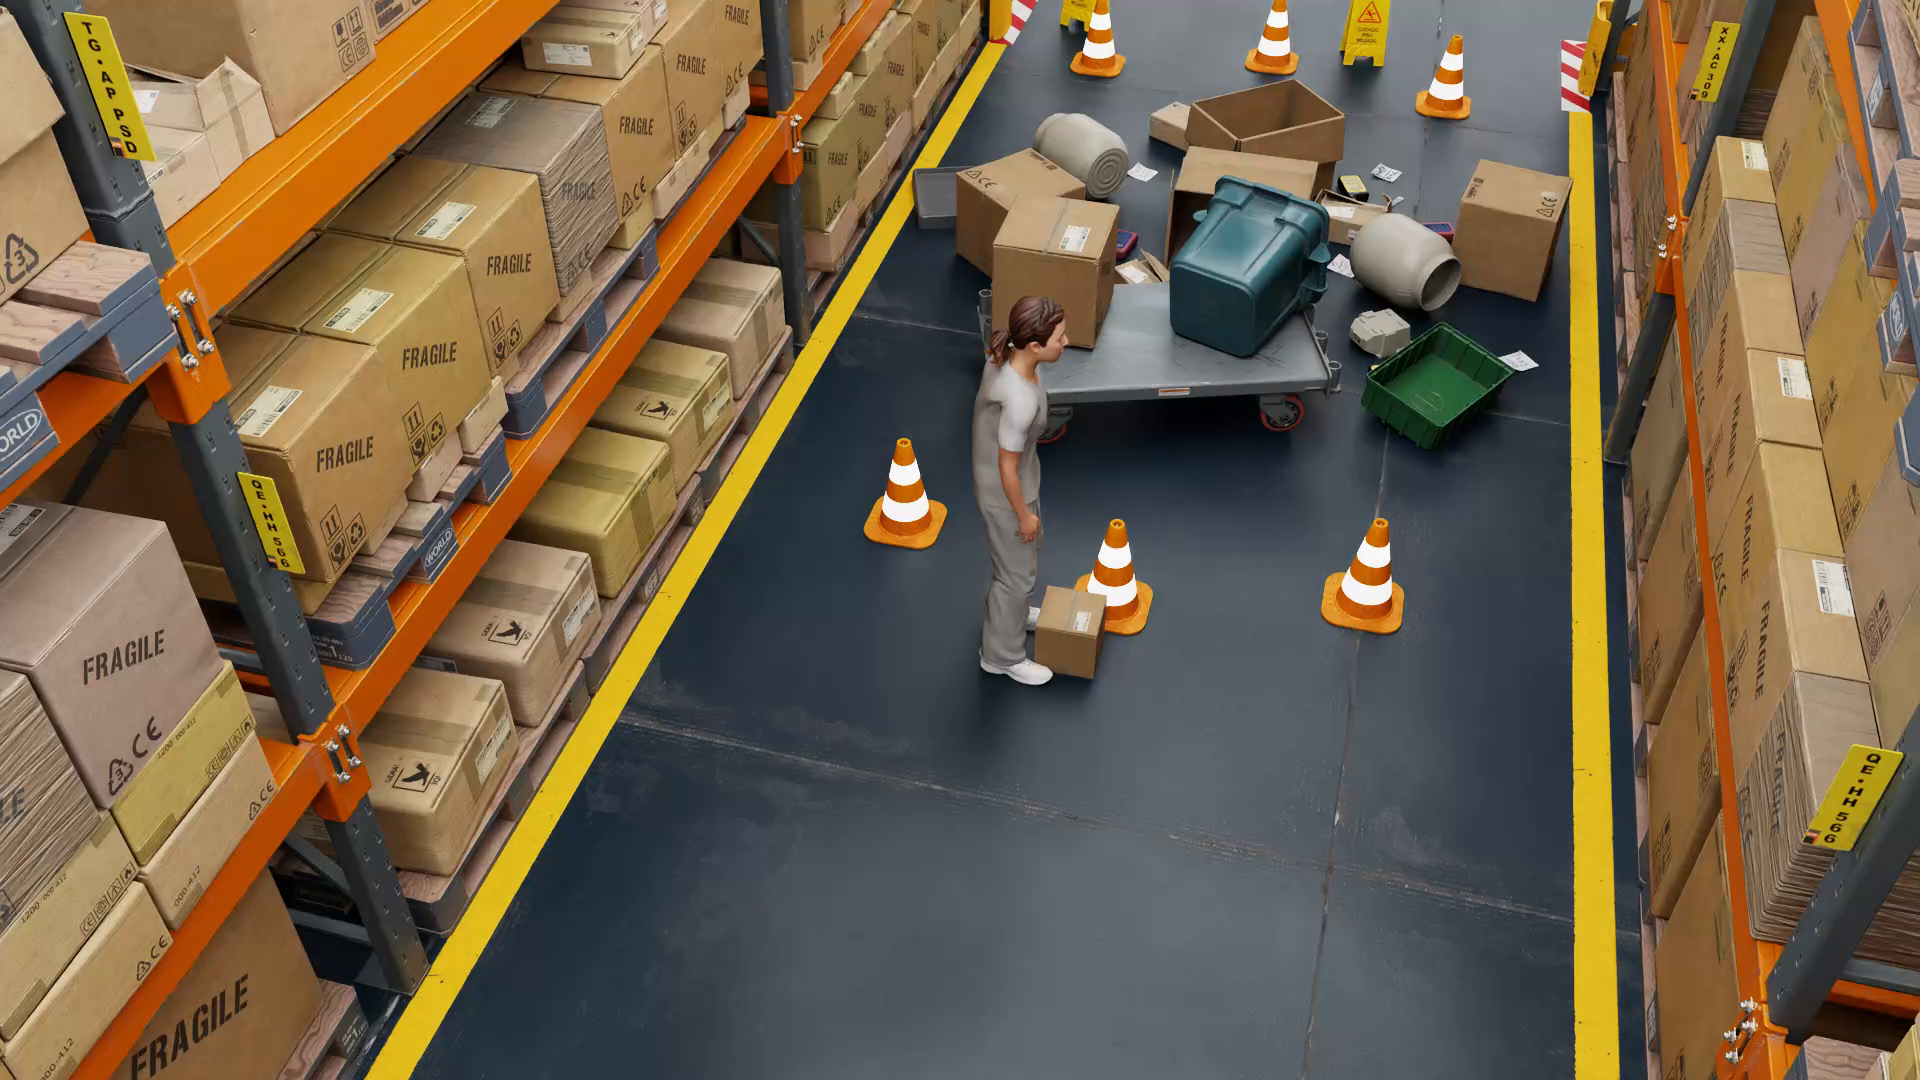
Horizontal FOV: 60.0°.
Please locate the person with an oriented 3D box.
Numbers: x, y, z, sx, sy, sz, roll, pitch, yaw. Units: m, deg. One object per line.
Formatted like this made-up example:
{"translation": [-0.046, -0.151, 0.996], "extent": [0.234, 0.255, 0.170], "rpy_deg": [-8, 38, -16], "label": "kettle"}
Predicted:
{"translation": [0.223, -0.205, 6.393], "extent": [0.356, 1.673, 0.509], "rpy_deg": [2, 41, 3], "label": "person"}
